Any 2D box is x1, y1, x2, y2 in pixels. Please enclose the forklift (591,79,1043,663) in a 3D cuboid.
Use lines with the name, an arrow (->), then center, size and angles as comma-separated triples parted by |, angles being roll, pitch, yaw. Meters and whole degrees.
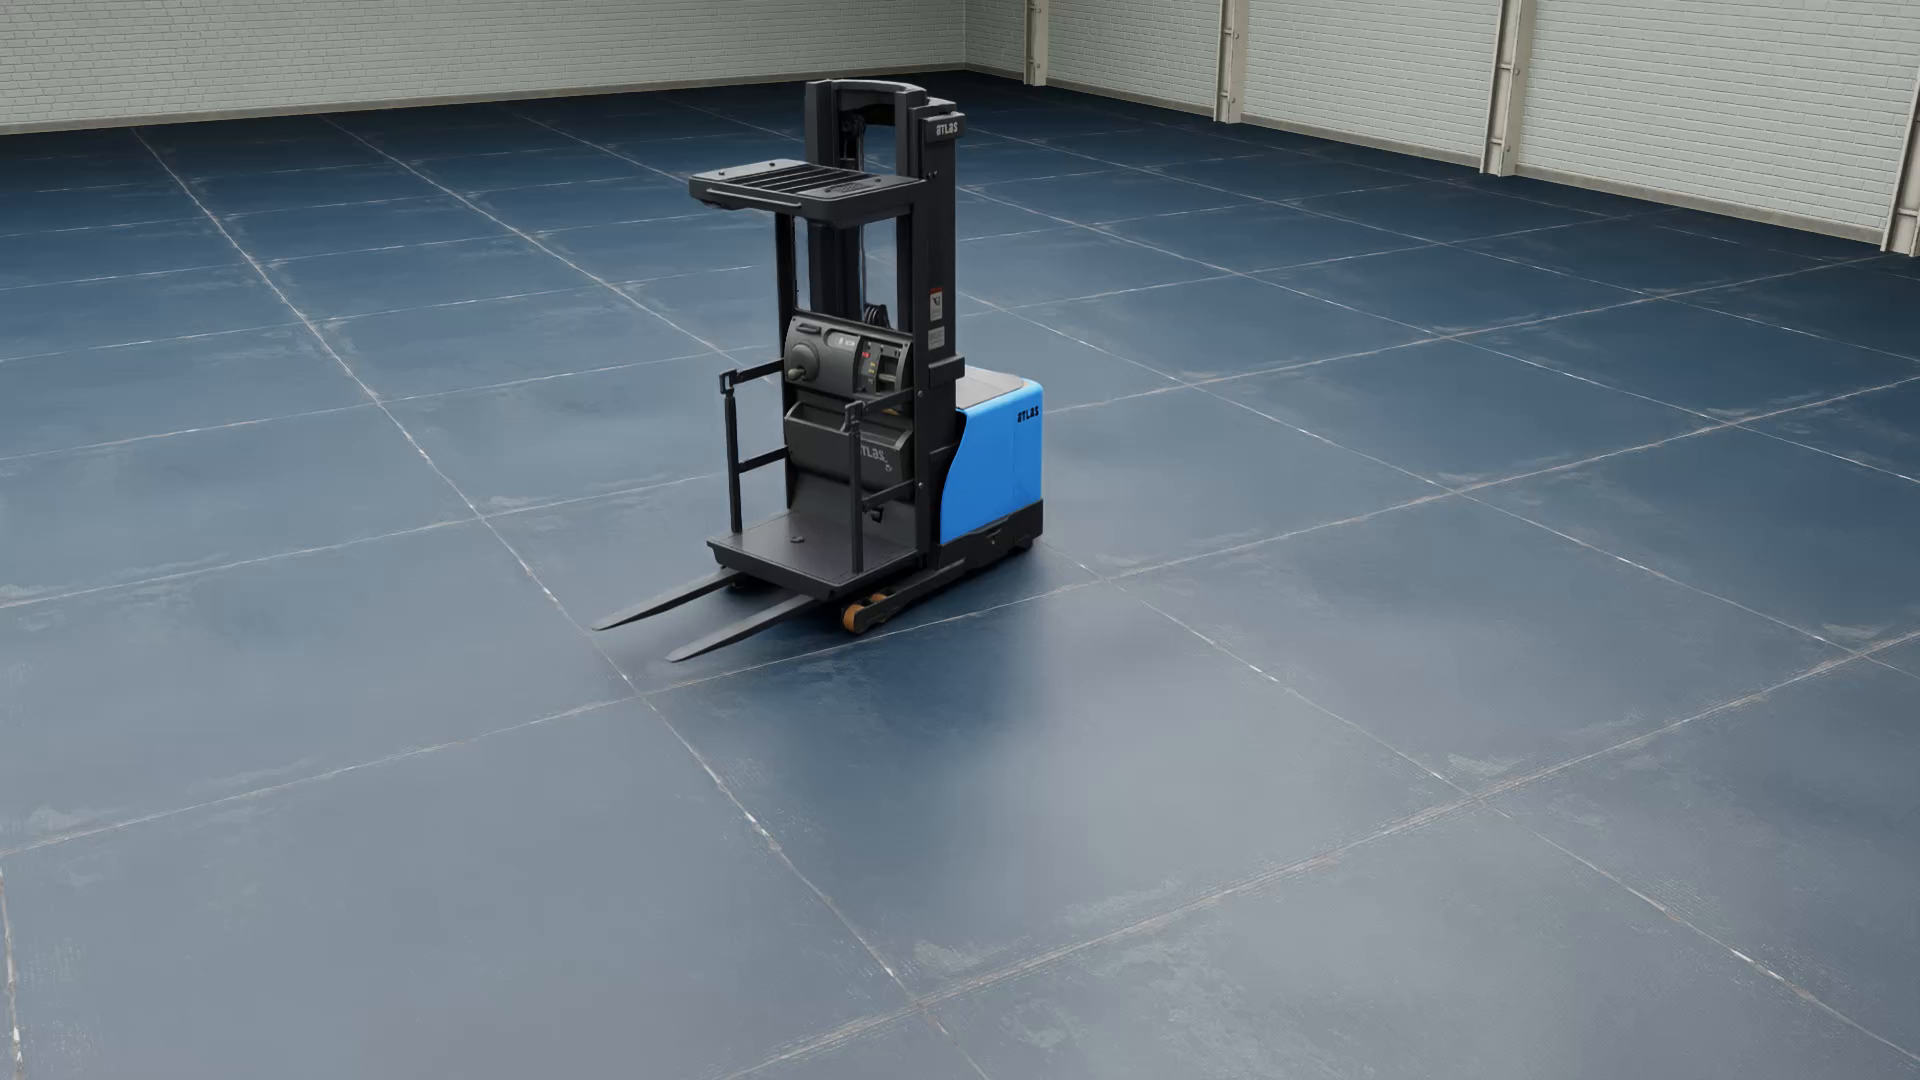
forklift -> -0.790, -1.036, 9.467 | 1.130, 2.935, 3.031 | 17, 28, 36

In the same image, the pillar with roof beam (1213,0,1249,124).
pillar with roof beam -> 0.868, -10.487, 24.661 | 9.100, 9.000, 0.400 | -13, 25, -28

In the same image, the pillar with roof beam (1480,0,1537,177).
pillar with roof beam -> 3.933, -8.545, 19.883 | 9.100, 9.000, 0.400 | -13, 25, -28

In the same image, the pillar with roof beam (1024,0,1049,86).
pillar with roof beam -> -2.197, -12.429, 29.440 | 9.100, 9.000, 0.400 | -13, 25, -28

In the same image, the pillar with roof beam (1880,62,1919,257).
pillar with roof beam -> 6.998, -6.602, 15.104 | 9.100, 9.000, 0.400 | -13, 25, -28
